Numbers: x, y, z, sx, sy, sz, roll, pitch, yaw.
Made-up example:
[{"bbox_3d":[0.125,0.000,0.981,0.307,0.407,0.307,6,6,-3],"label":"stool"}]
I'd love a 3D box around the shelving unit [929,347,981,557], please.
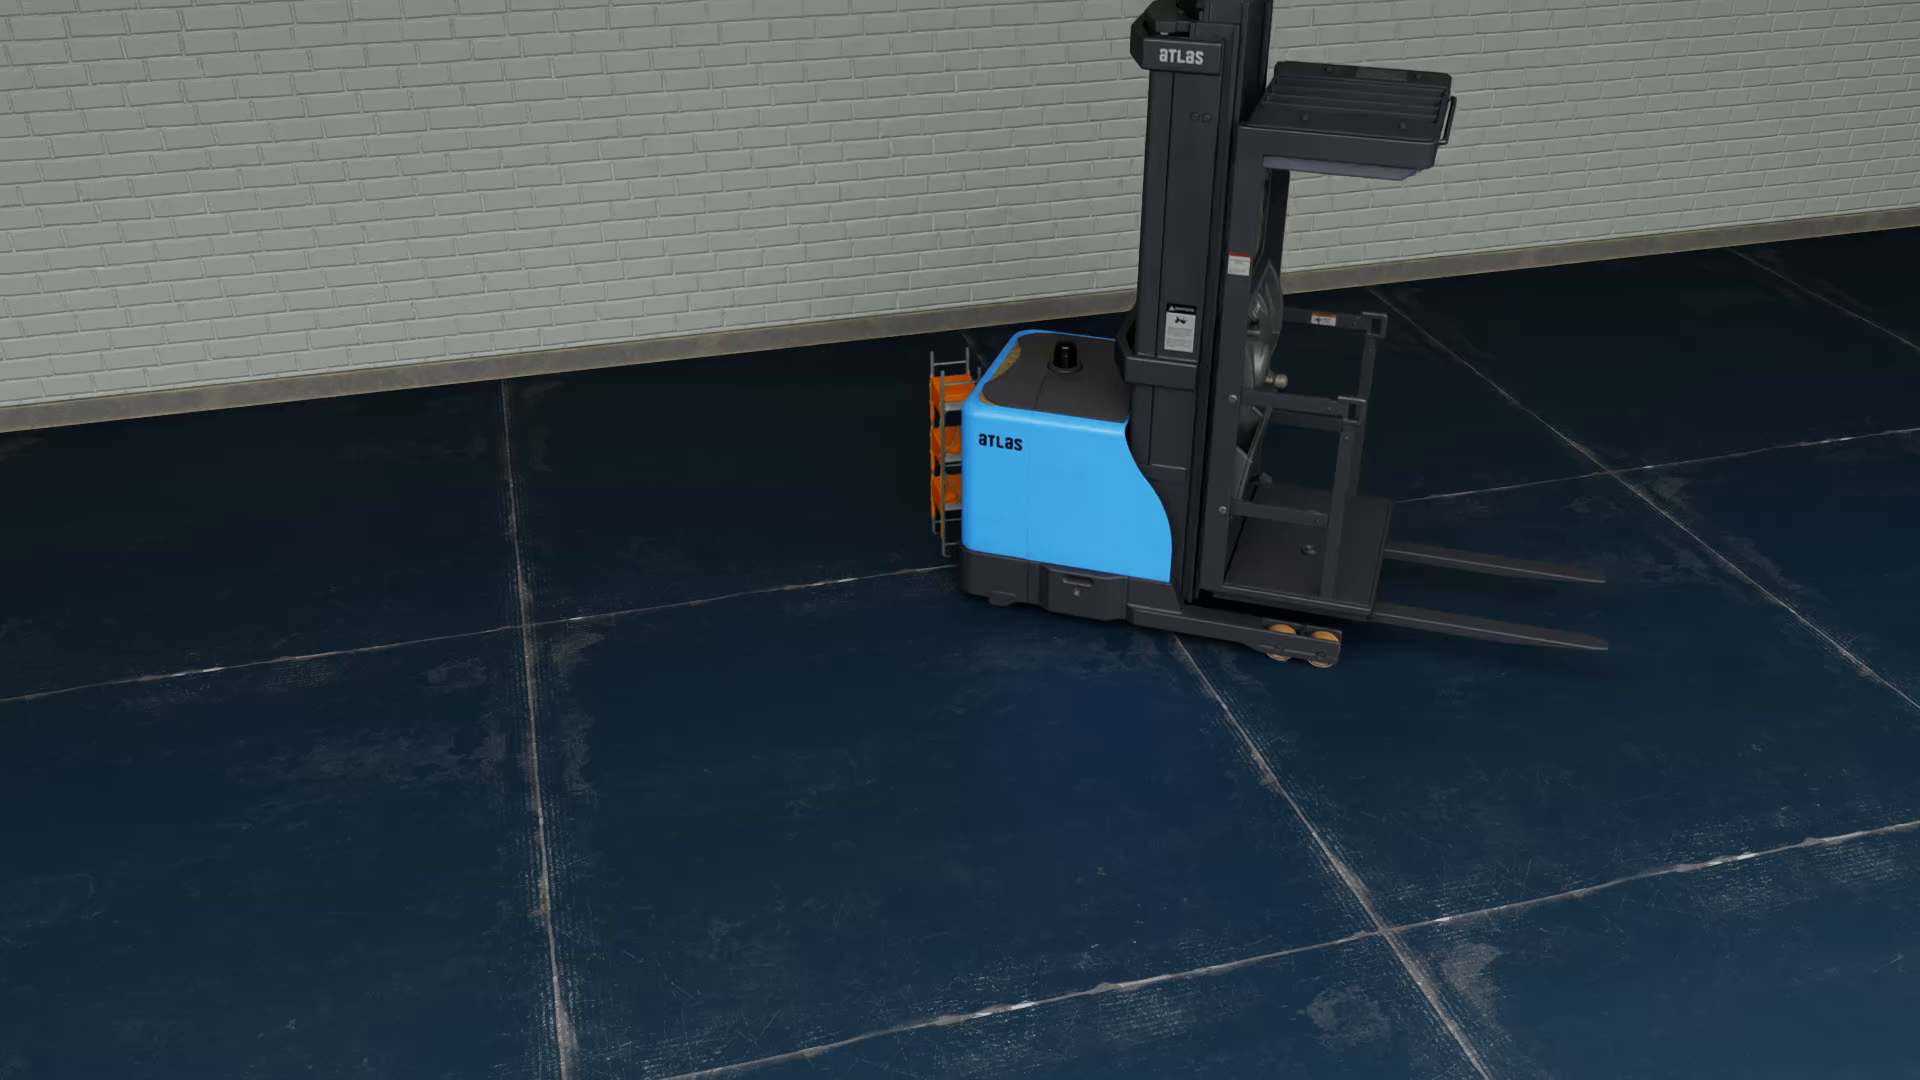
[{"bbox_3d":[-0.023,-0.438,8.458,0.215,1.050,0.252,-7,31,-11],"label":"shelving unit"}]

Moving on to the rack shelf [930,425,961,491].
[{"bbox_3d":[-0.023,-0.429,8.464,0.215,0.259,0.240,-7,31,-11],"label":"rack shelf"}]

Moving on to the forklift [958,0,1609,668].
[{"bbox_3d":[1.567,-0.975,7.509,3.031,2.935,1.130,9,31,15],"label":"forklift"}]

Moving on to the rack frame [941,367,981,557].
[{"bbox_3d":[0.005,-0.378,8.355,0.200,1.050,0.008,-7,31,-11],"label":"rack frame"}]

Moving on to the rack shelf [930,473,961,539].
[{"bbox_3d":[-0.023,-0.188,8.603,0.215,0.259,0.240,-7,31,-11],"label":"rack shelf"}]

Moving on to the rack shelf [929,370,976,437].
[{"bbox_3d":[-0.023,-0.674,8.321,0.215,0.259,0.240,-7,31,-11],"label":"rack shelf"}]

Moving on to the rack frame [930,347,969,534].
[{"bbox_3d":[-0.051,-0.497,8.561,0.200,1.050,0.008,-7,31,-11],"label":"rack frame"}]
